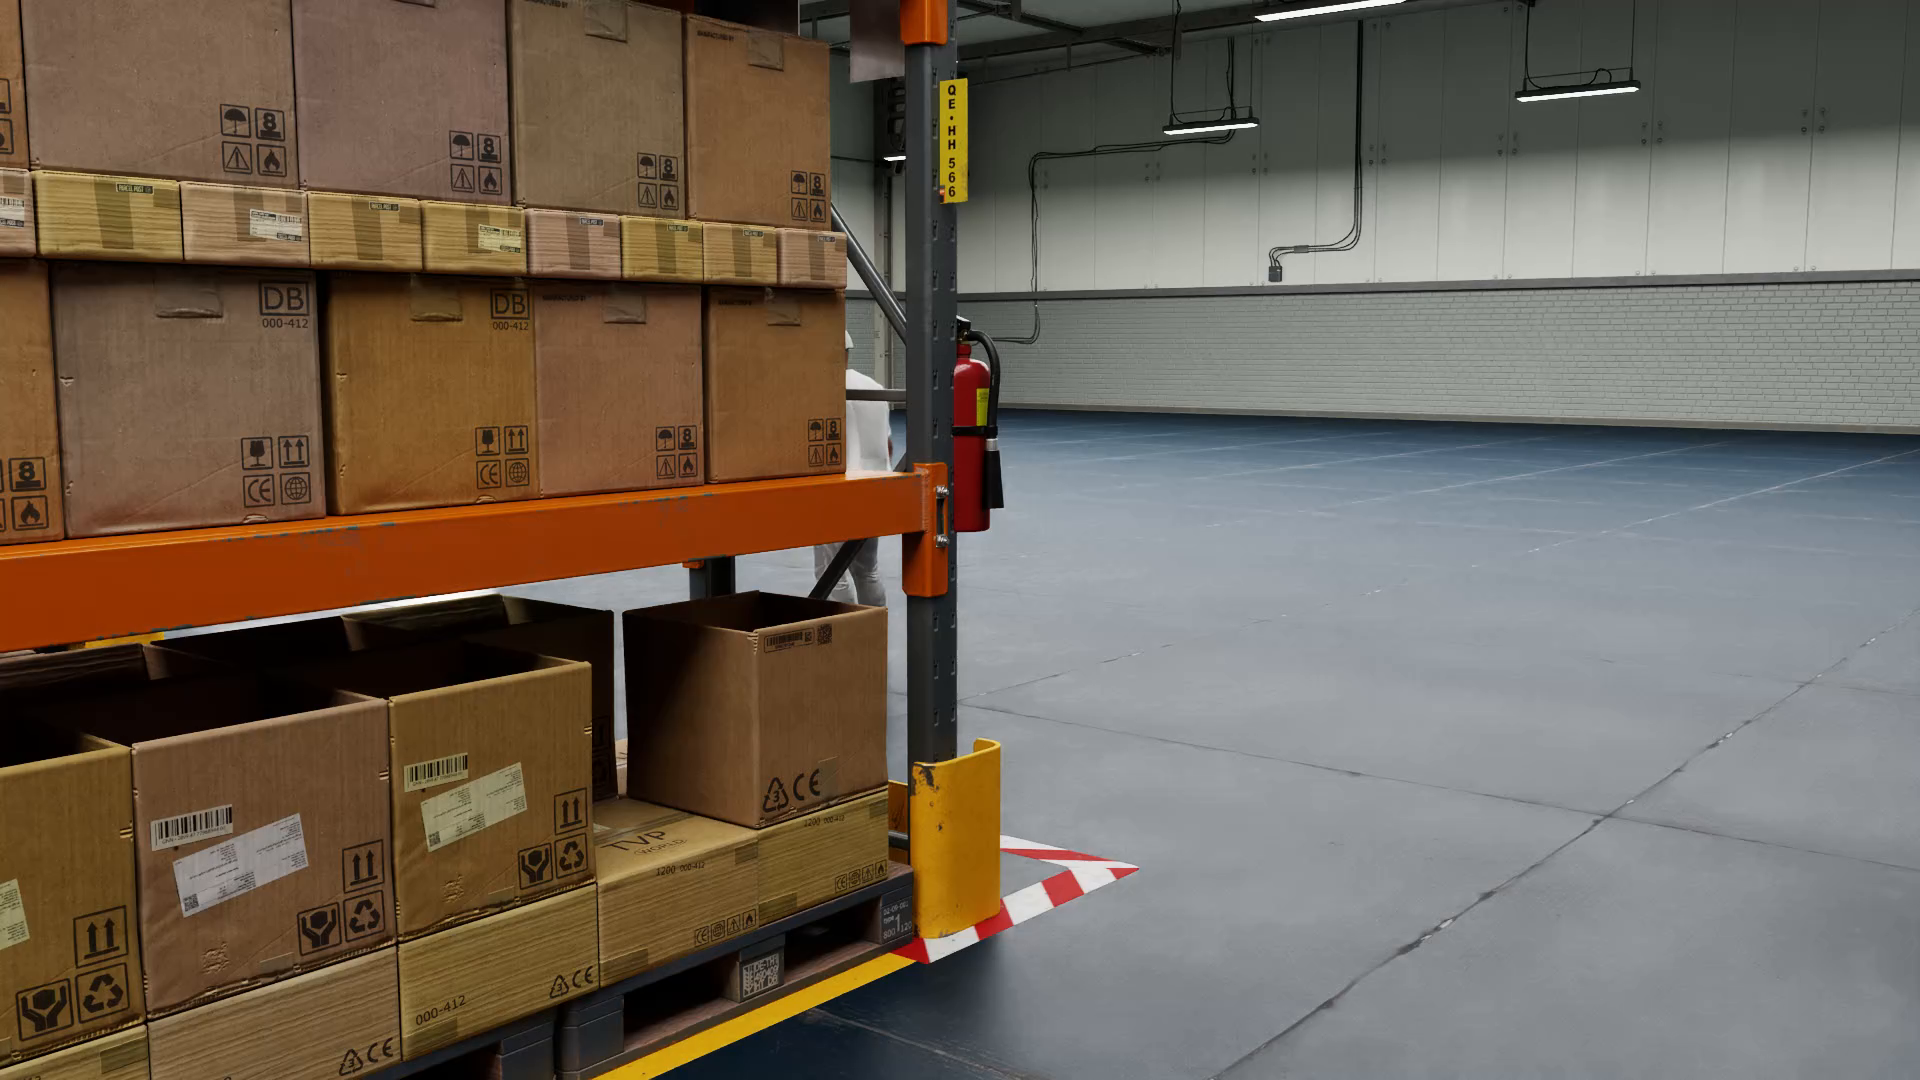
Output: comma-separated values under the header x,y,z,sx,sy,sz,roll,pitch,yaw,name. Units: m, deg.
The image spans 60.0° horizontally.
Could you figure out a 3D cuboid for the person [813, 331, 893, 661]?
x,y,z,sx,sy,sz,roll,pitch,yaw,name
-0.597,-0.222,8.562,0.463,1.760,0.633,5,8,38,person
